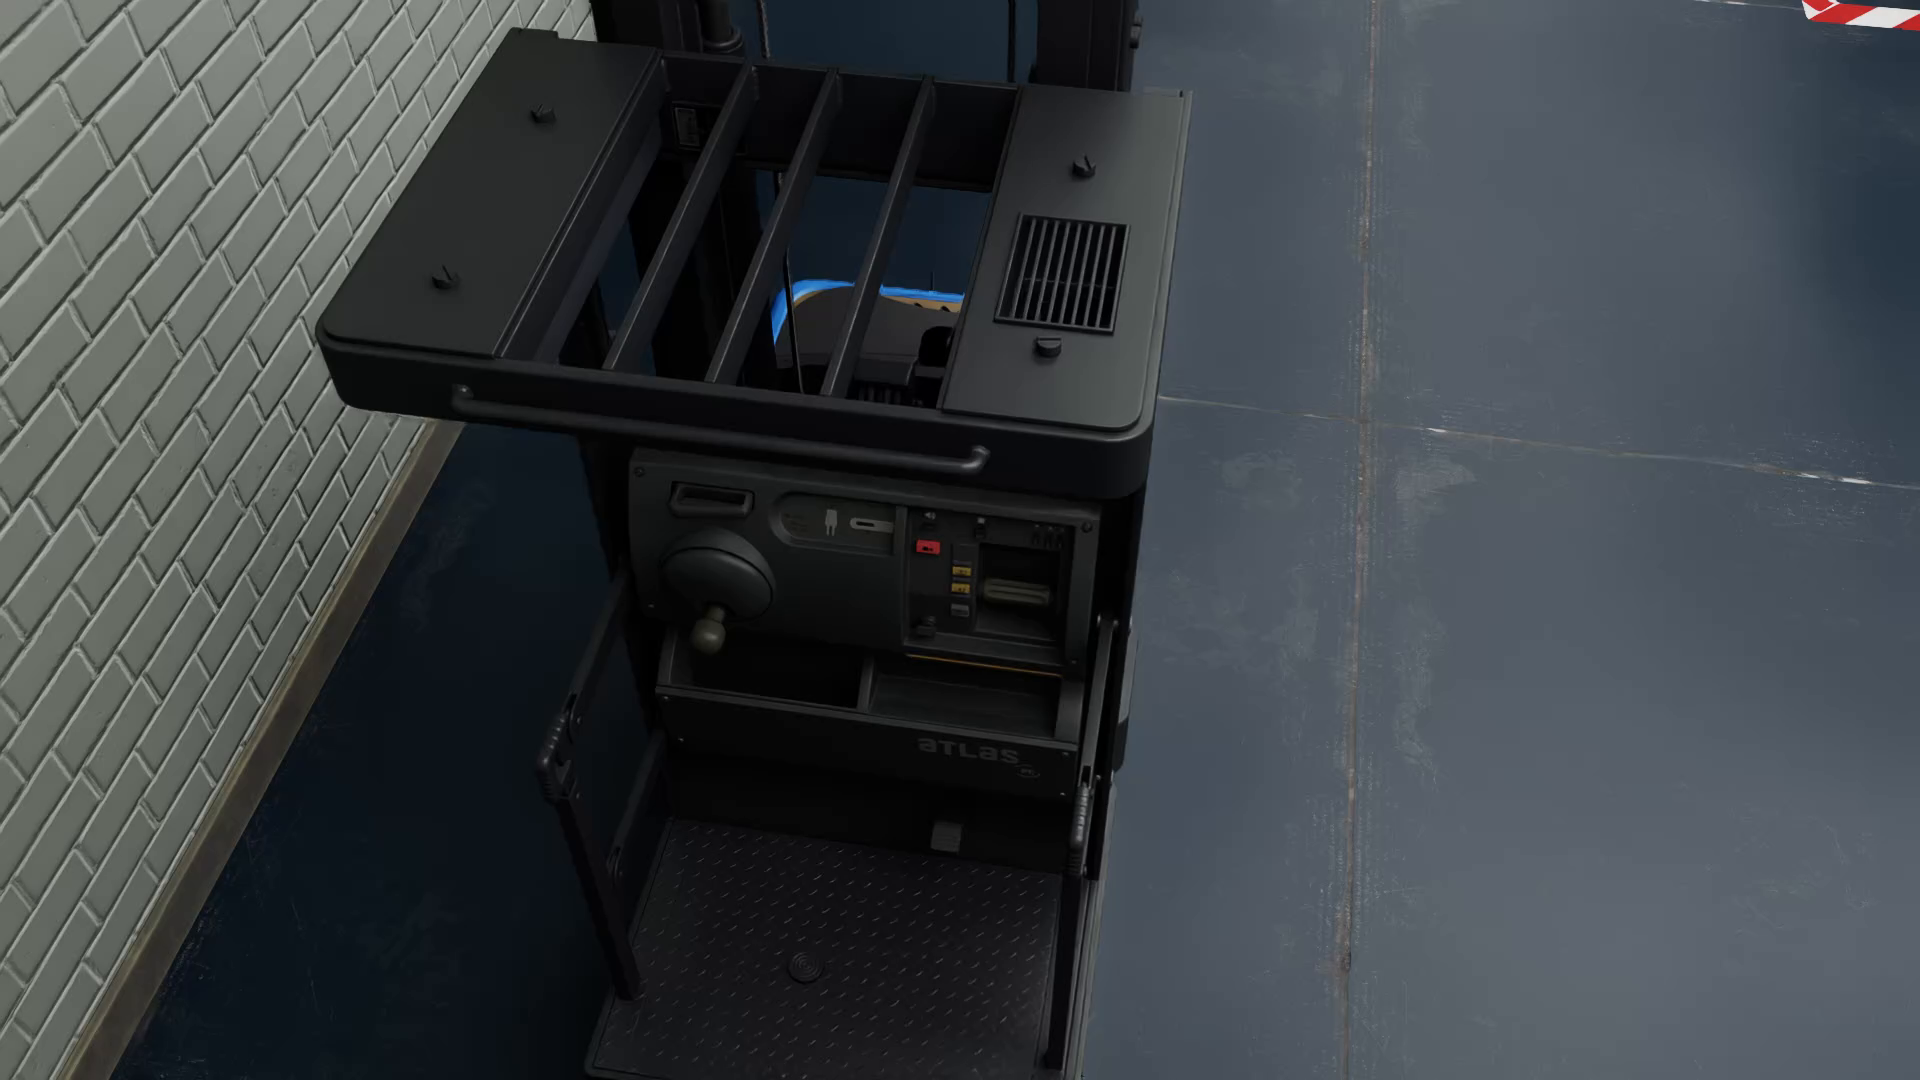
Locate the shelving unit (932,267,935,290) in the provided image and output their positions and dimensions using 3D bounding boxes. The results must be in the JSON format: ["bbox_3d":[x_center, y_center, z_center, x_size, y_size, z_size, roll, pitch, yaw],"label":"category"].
[{"bbox_3d":[0.008,-0.378,4.984,0.210,0.900,0.258,6,48,6],"label":"shelving unit"}]

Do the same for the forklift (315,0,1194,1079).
[{"bbox_3d":[-0.230,0.165,3.131,1.130,2.935,3.031,7,48,6],"label":"forklift"}]

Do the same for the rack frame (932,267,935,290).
[{"bbox_3d":[-0.092,-0.389,4.994,0.006,0.900,0.240,6,48,6],"label":"rack frame"}]
